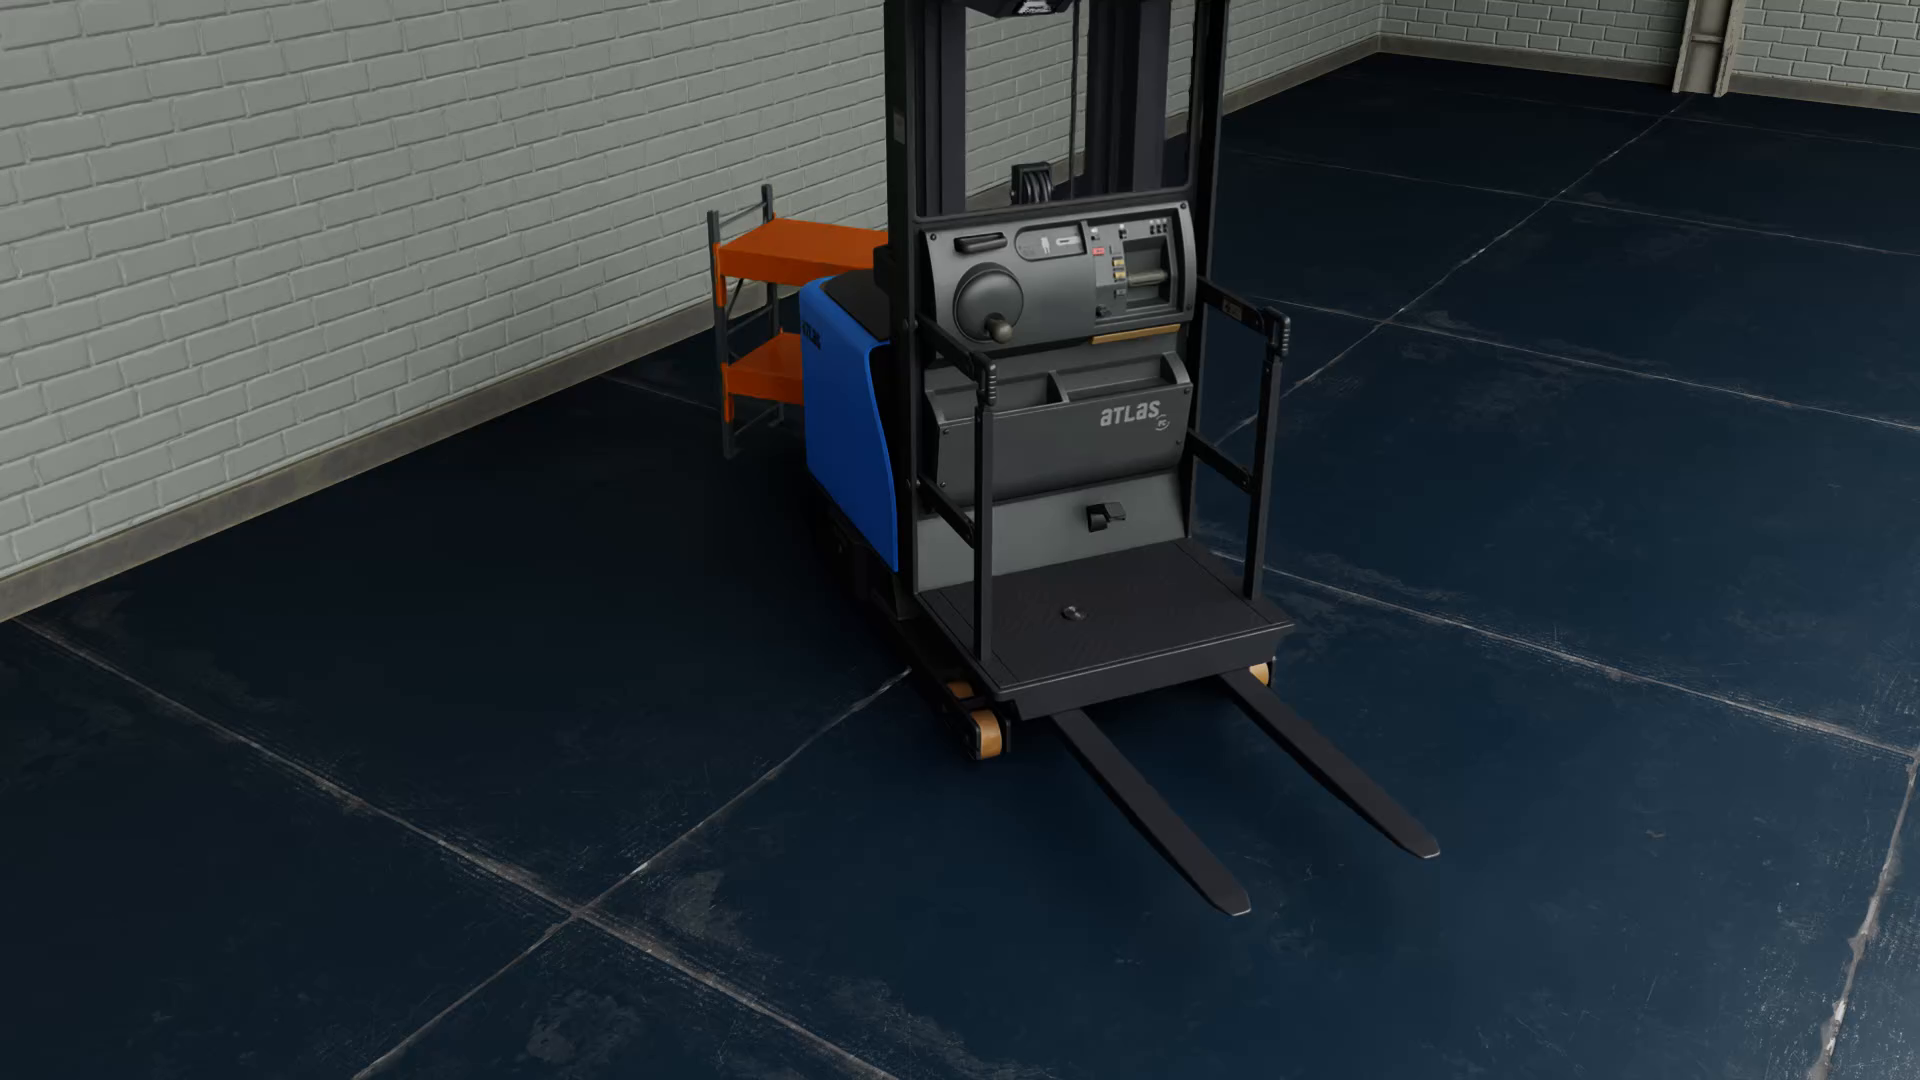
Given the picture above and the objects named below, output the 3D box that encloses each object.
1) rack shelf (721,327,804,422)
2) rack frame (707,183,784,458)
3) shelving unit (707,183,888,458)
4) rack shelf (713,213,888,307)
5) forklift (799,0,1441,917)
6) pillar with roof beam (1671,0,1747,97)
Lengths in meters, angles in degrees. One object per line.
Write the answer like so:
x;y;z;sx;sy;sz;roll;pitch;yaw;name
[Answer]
-0.482;-0.665;7.355;1.000;0.278;0.538;11;29;21;rack shelf
-0.948;-0.975;7.426;0.032;1.125;0.500;11;29;21;rack frame
-0.482;-0.883;7.244;1.048;1.125;0.538;11;29;21;shelving unit
-0.482;-1.143;7.111;1.000;0.278;0.538;11;29;21;rack shelf
0.418;-0.817;5.125;1.130;2.935;3.031;-11;29;-21;forklift
3.952;-6.277;9.163;0.400;9.000;9.100;17;32;30;pillar with roof beam
